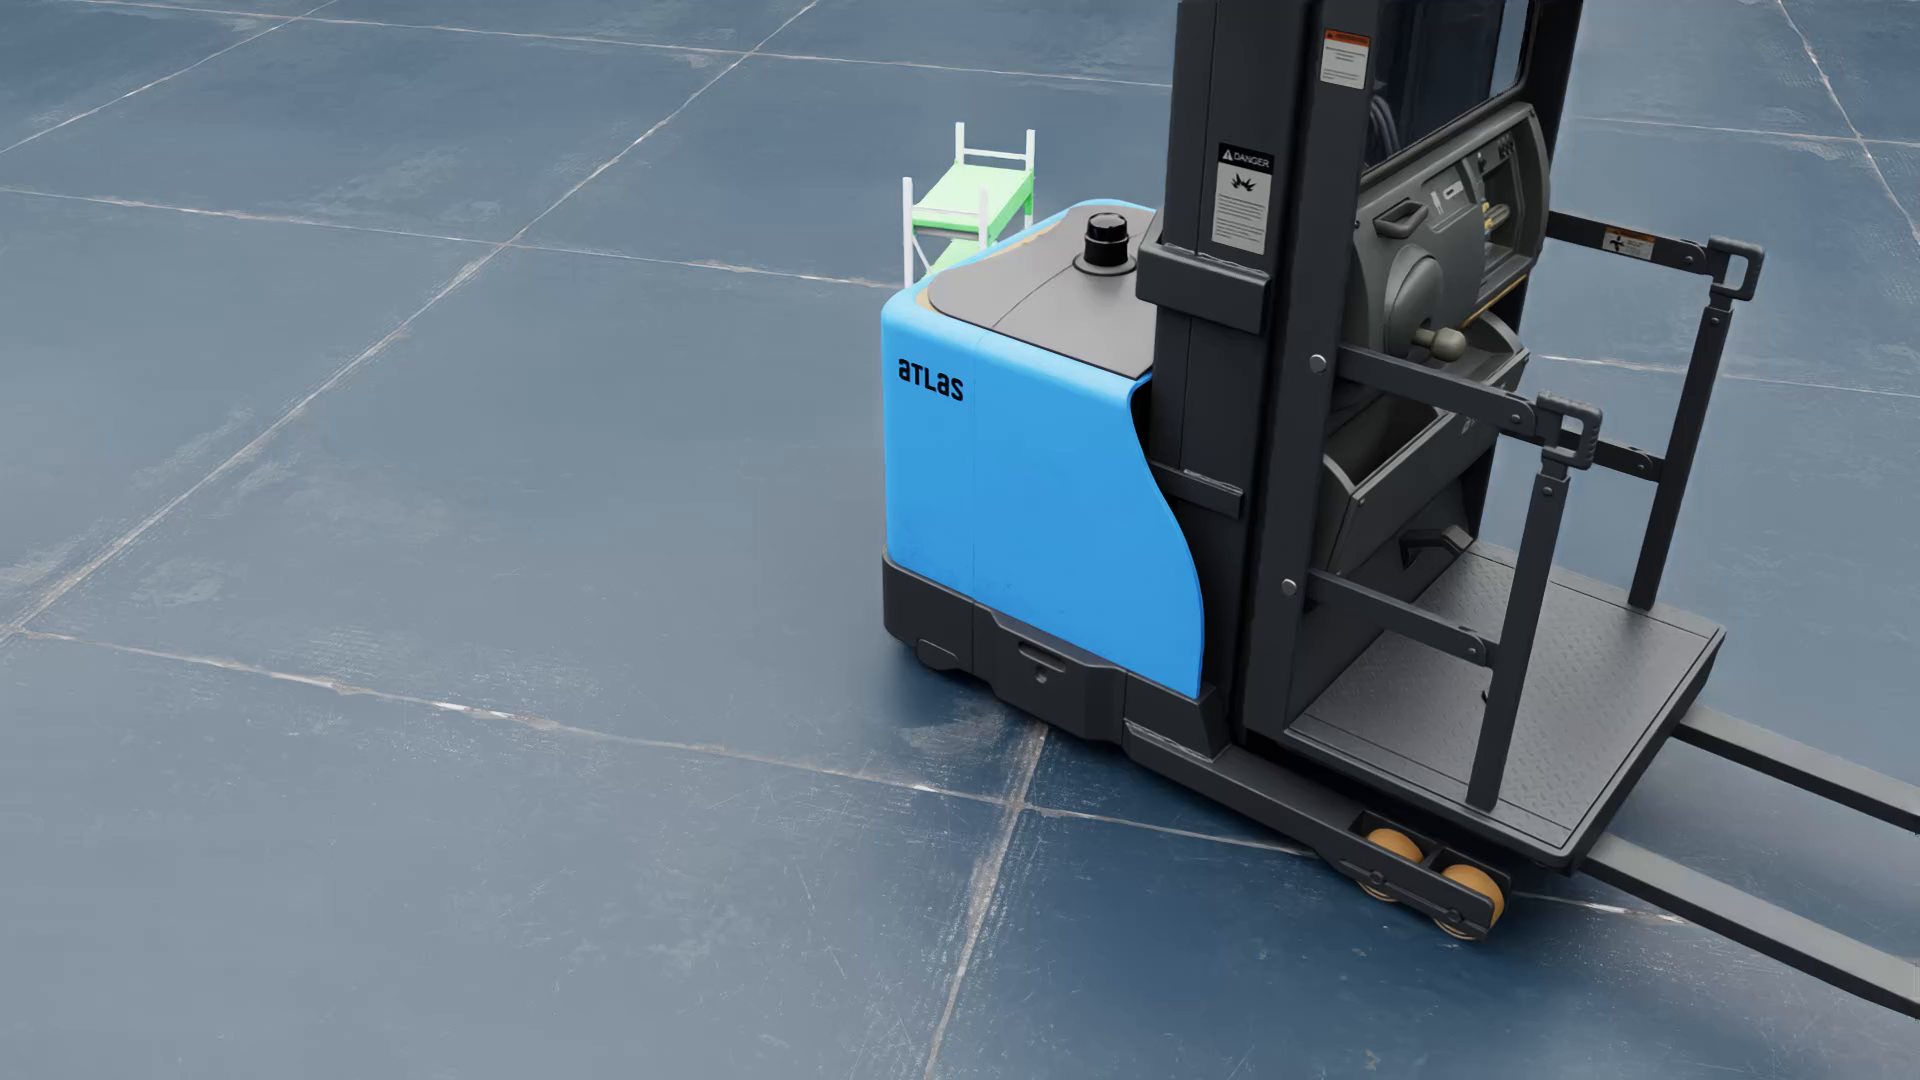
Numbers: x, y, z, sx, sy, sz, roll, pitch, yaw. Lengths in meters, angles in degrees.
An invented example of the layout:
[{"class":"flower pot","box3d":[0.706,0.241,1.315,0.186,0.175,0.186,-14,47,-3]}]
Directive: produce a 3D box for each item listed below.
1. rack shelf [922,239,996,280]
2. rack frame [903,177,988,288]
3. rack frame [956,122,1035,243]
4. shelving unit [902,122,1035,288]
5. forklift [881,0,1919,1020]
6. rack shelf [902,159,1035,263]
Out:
[{"class":"rack shelf","box3d":[0.032,-0.745,4.976,0.258,0.148,0.480,9,34,14]},{"class":"rack frame","box3d":[-0.040,-0.472,4.874,0.240,1.200,0.015,9,34,14]},{"class":"rack frame","box3d":[0.105,-0.722,5.267,0.240,1.200,0.015,9,34,14]},{"class":"shelving unit","box3d":[0.032,-0.597,5.070,0.258,1.200,0.503,9,34,14]},{"class":"forklift","box3d":[1.249,-0.646,3.535,3.031,2.935,1.130,23,39,32]},{"class":"rack shelf","box3d":[0.032,-0.948,4.847,0.258,0.148,0.480,9,34,14]}]
